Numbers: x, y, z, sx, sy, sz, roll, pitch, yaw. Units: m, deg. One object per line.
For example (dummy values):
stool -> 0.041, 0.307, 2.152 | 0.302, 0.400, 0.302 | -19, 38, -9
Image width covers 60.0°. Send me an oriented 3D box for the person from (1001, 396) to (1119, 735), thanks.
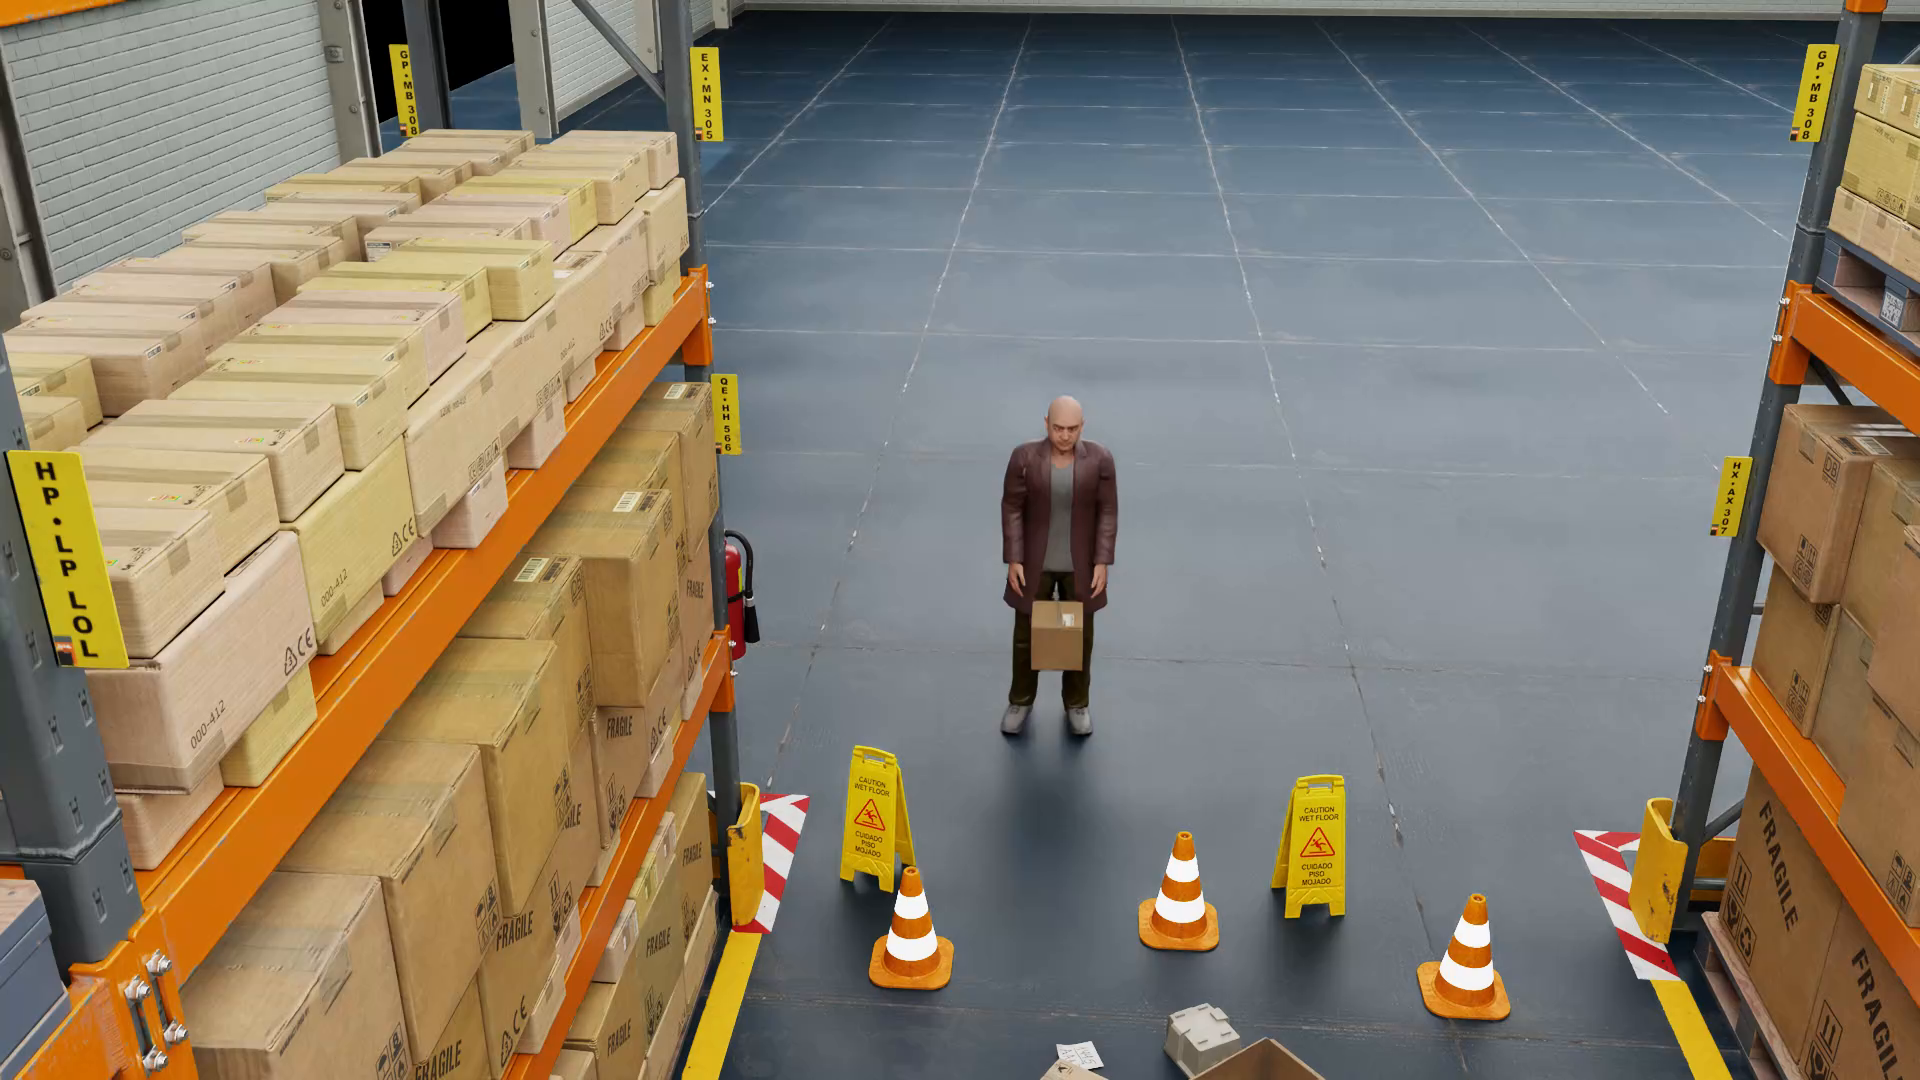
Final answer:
person -> 0.493, 0.123, 8.343 | 0.587, 1.779, 0.424 | 1, 24, 3
